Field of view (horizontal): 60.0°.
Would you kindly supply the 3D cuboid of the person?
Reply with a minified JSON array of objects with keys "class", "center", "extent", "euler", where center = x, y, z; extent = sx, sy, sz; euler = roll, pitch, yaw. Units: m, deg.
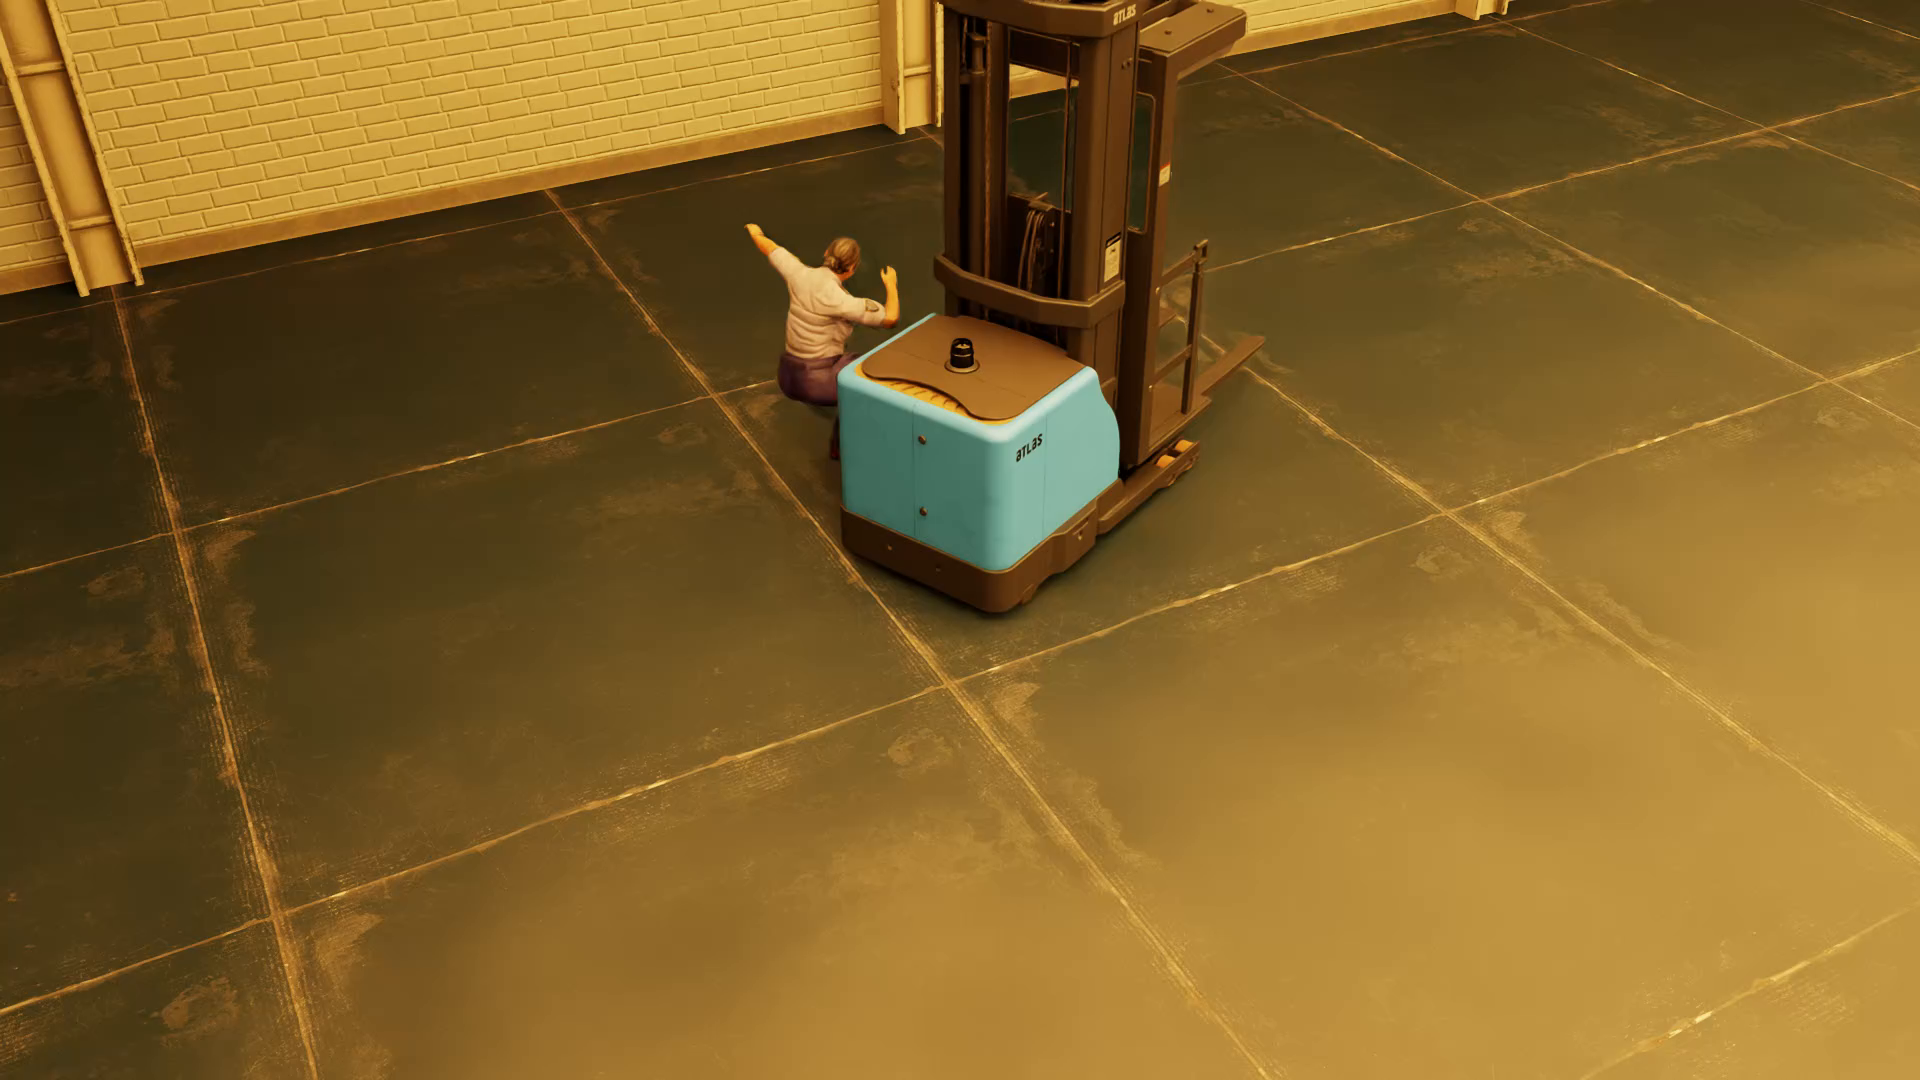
[{"class":"person","center":[-0.664,-1.045,8.908],"extent":[0.732,1.273,1.498],"euler":[-26,43,-31]}]

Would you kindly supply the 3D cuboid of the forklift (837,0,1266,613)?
[{"class":"forklift","center":[0.672,-1.644,8.449],"extent":[1.130,2.935,3.031],"euler":[23,41,29]}]
